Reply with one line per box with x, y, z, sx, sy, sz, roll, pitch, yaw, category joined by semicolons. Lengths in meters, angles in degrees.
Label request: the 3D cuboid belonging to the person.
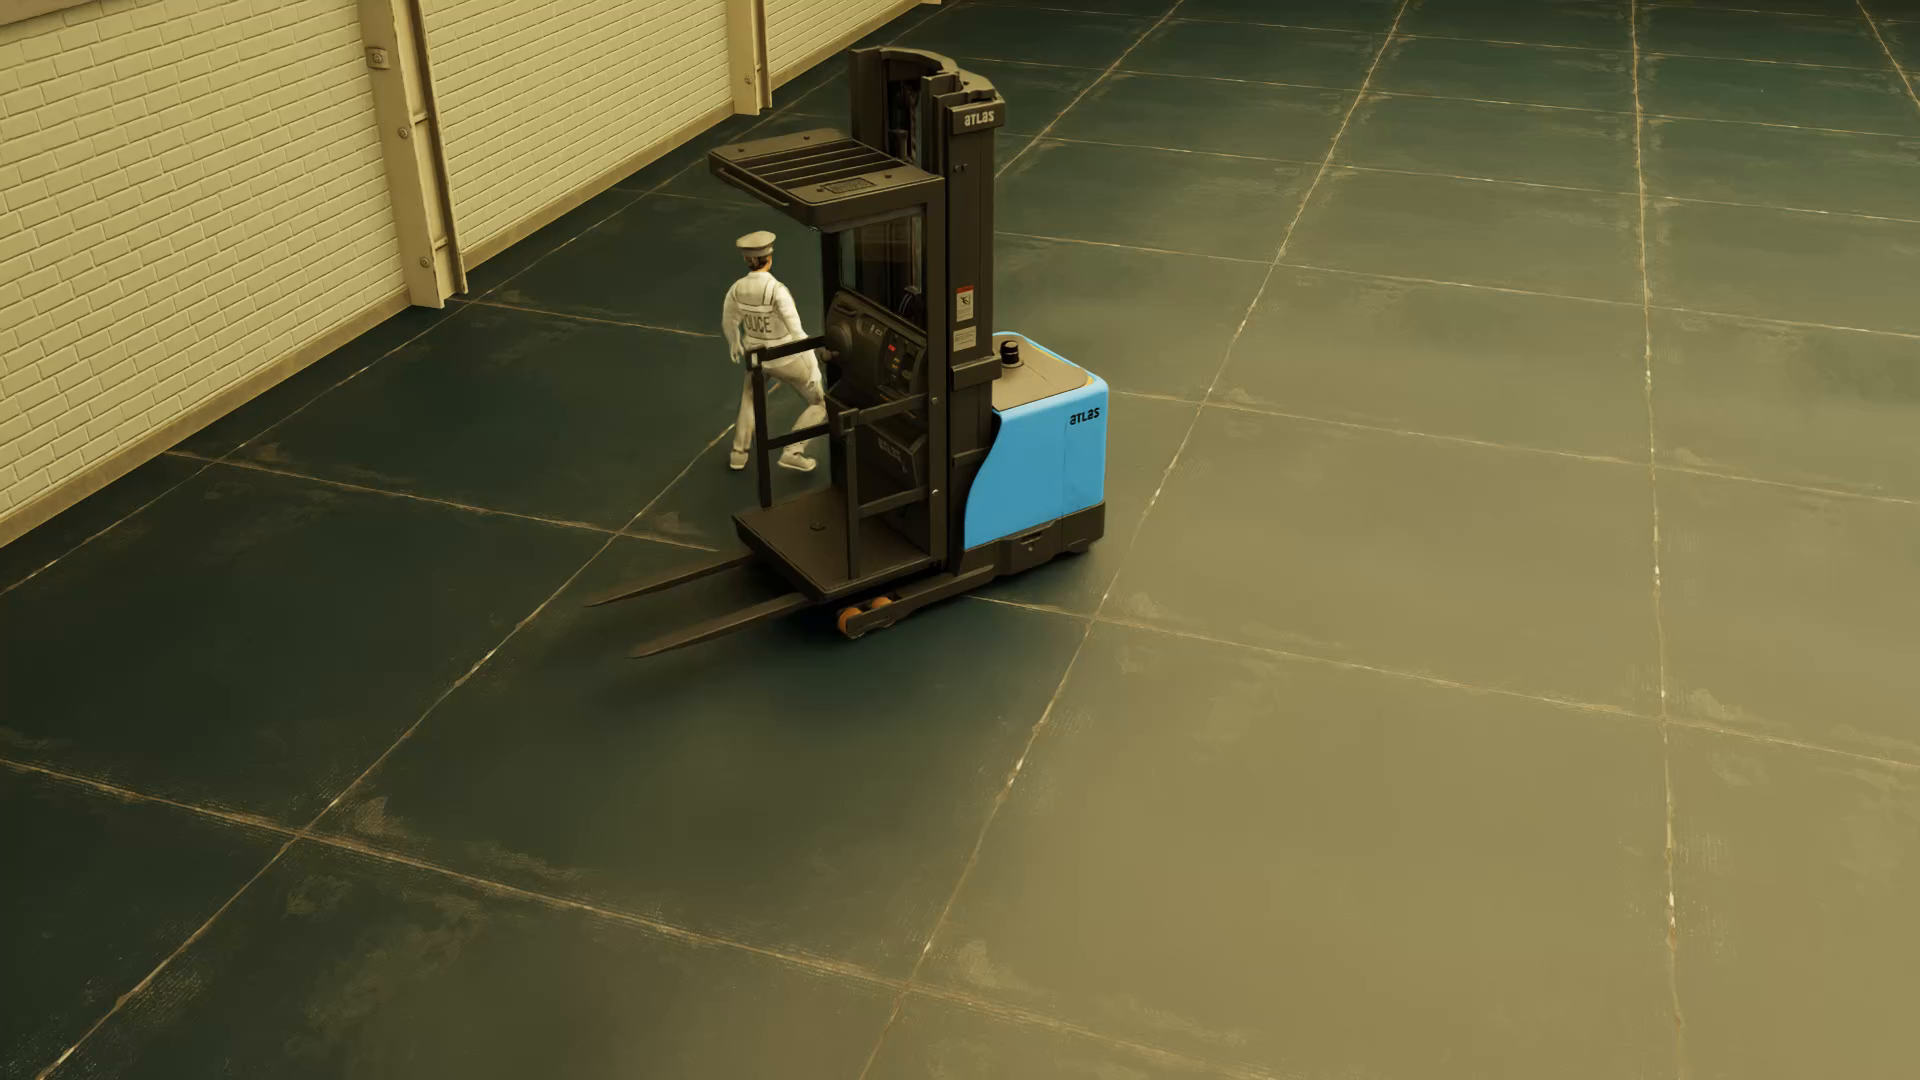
-1.181;-1.162;10.565;0.828;1.580;0.472;19;35;30;person

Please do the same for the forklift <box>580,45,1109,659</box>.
-0.635;-1.030;8.944;3.031;2.935;1.130;-19;35;-29;forklift
